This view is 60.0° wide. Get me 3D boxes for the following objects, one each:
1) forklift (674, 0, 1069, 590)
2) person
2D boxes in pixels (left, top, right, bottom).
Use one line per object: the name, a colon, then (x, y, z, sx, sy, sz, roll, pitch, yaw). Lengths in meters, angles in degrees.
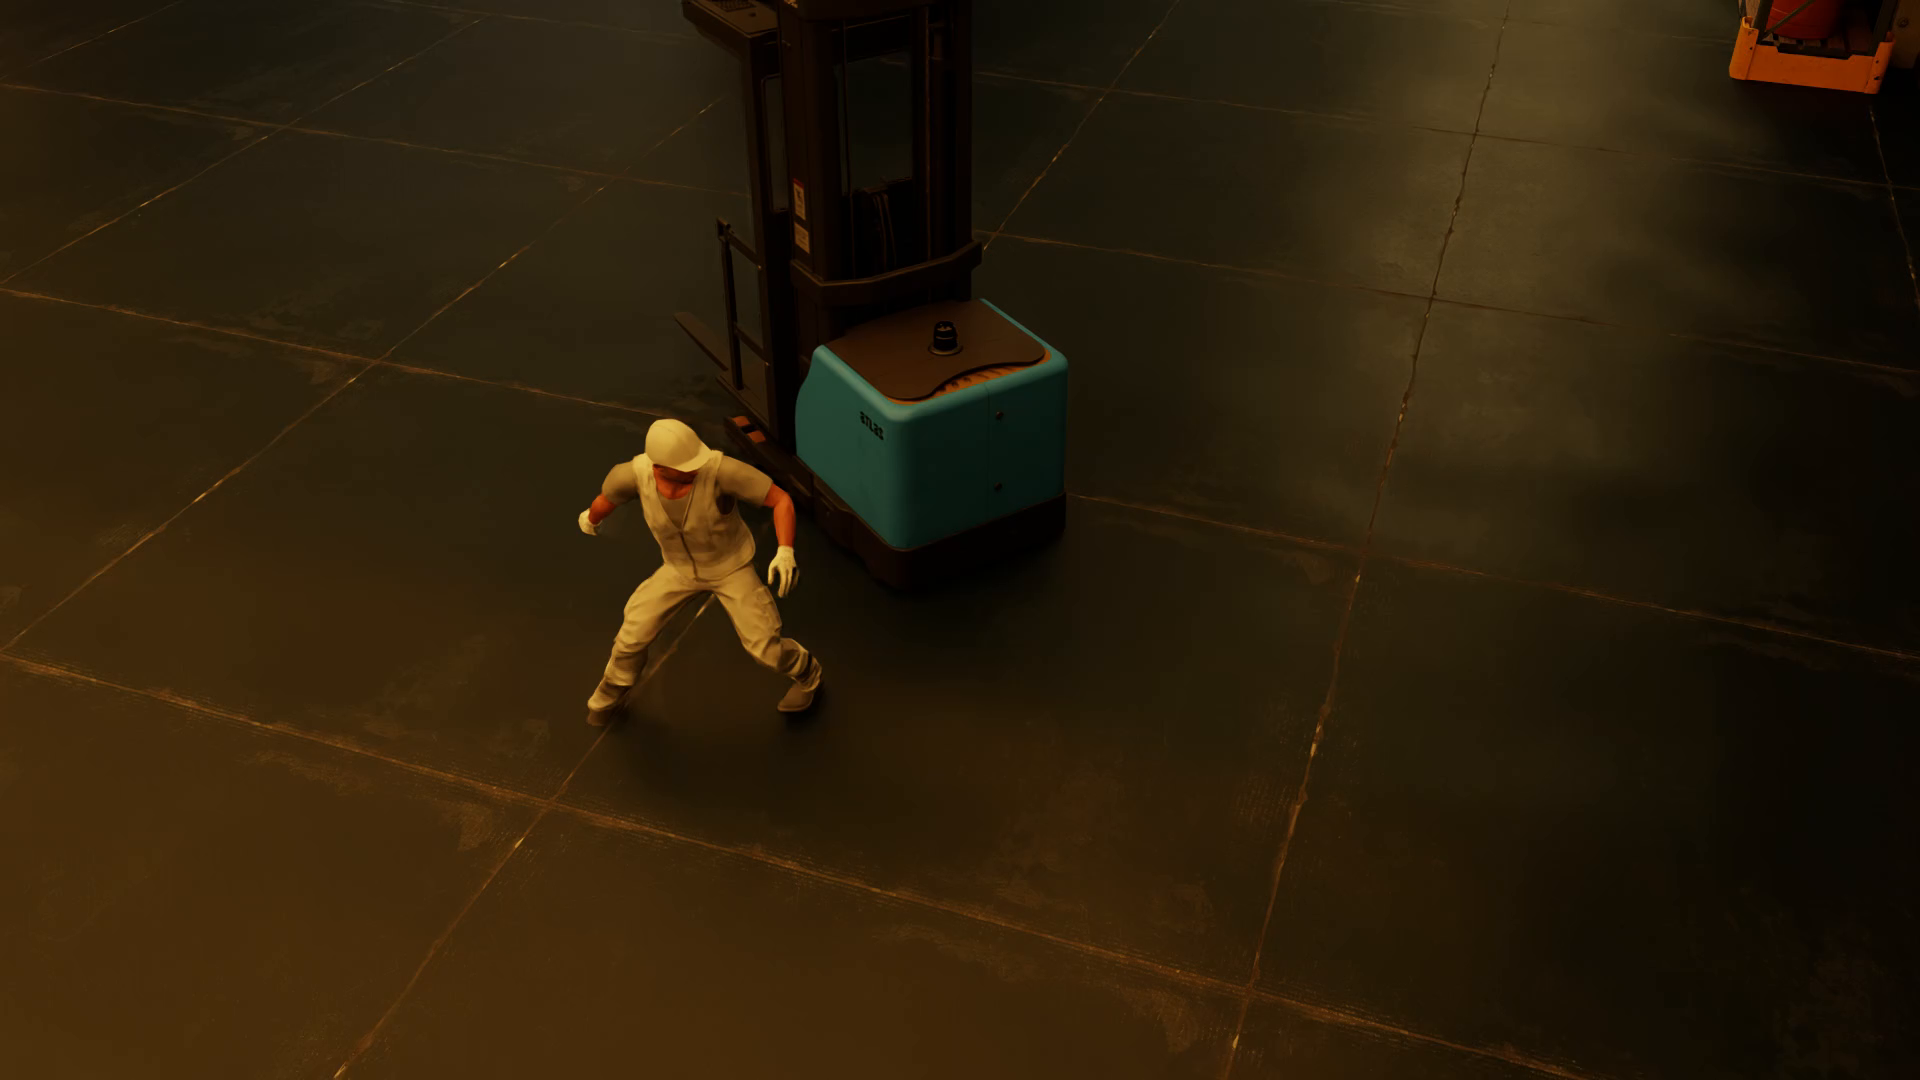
forklift: (-0.668, -1.768, 8.605, 1.130, 2.935, 3.031, -20, 40, -26)
person: (-1.167, 0.162, 7.121, 1.128, 1.732, 0.579, 7, 36, 10)
